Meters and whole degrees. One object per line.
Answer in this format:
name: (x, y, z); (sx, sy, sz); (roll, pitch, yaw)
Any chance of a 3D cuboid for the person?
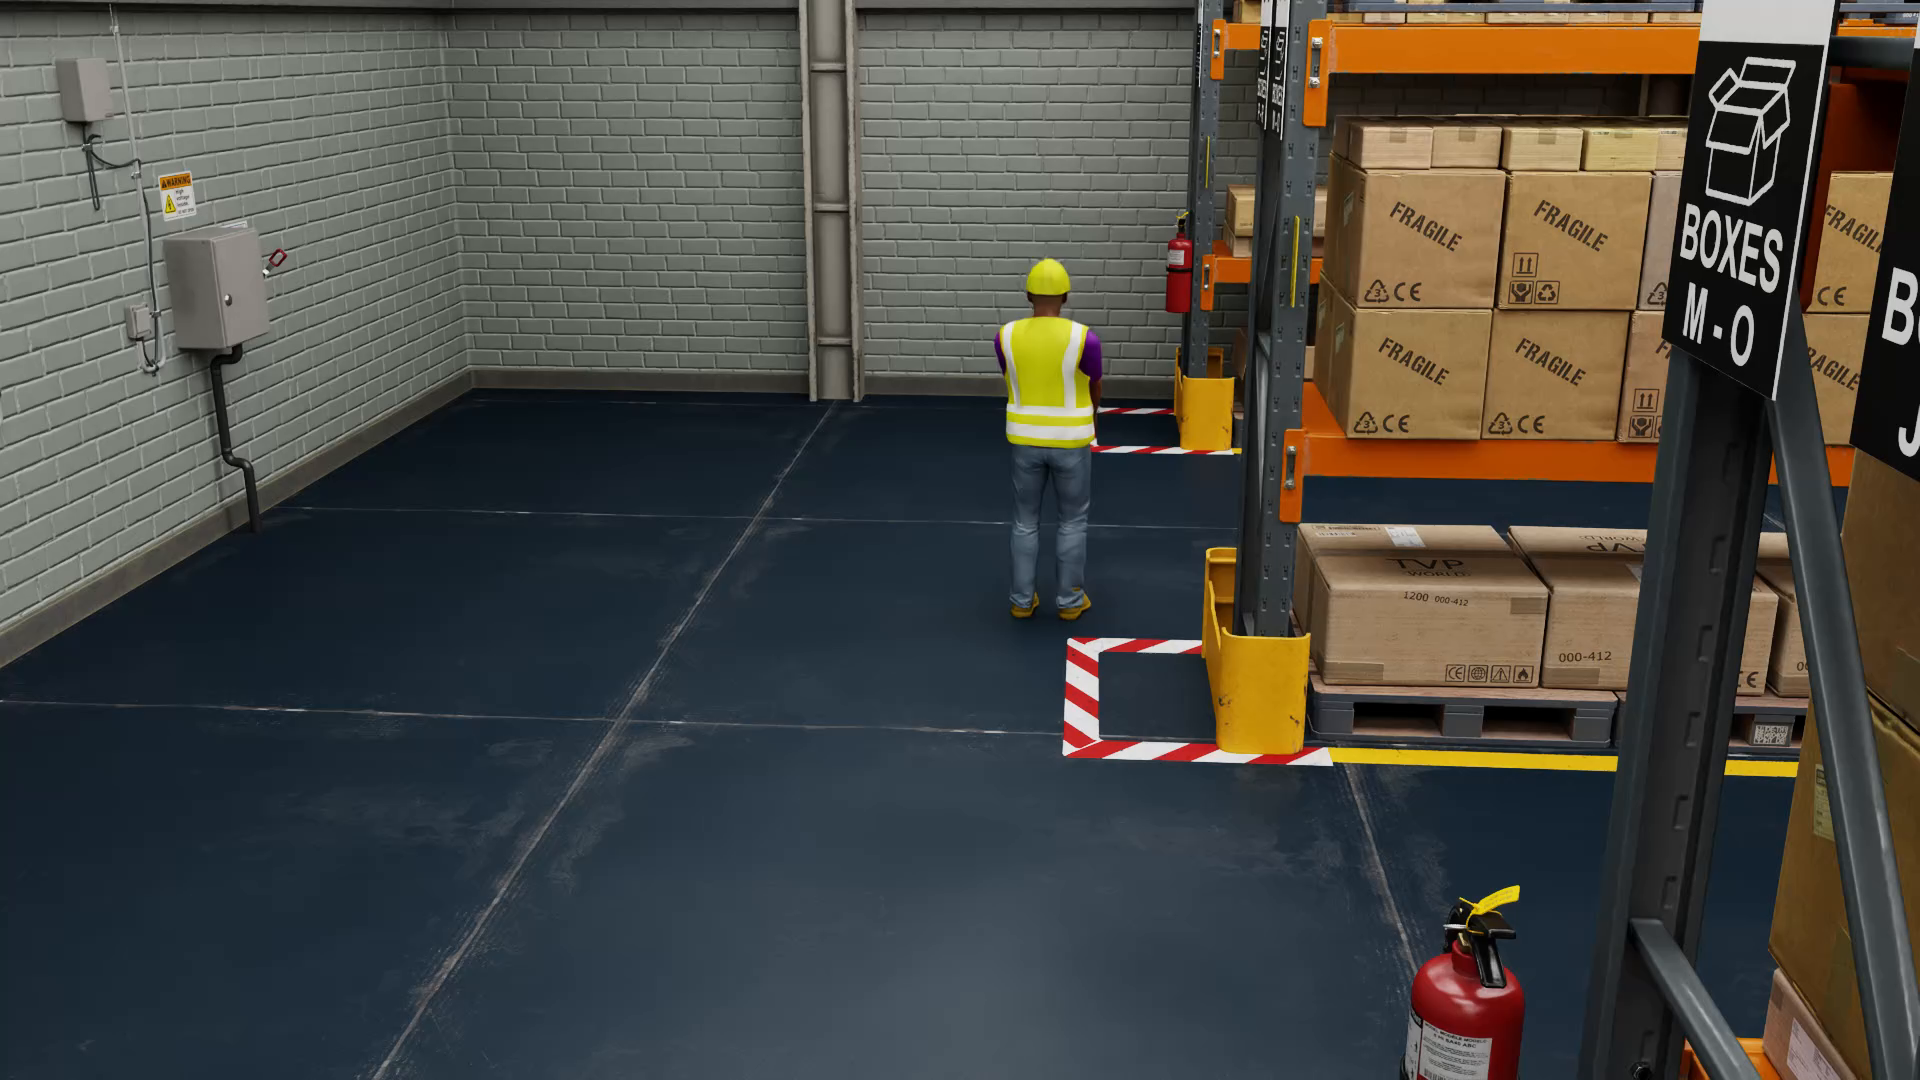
person: (0.446, -0.495, 8.094); (0.514, 1.765, 0.578); (5, 18, 15)
